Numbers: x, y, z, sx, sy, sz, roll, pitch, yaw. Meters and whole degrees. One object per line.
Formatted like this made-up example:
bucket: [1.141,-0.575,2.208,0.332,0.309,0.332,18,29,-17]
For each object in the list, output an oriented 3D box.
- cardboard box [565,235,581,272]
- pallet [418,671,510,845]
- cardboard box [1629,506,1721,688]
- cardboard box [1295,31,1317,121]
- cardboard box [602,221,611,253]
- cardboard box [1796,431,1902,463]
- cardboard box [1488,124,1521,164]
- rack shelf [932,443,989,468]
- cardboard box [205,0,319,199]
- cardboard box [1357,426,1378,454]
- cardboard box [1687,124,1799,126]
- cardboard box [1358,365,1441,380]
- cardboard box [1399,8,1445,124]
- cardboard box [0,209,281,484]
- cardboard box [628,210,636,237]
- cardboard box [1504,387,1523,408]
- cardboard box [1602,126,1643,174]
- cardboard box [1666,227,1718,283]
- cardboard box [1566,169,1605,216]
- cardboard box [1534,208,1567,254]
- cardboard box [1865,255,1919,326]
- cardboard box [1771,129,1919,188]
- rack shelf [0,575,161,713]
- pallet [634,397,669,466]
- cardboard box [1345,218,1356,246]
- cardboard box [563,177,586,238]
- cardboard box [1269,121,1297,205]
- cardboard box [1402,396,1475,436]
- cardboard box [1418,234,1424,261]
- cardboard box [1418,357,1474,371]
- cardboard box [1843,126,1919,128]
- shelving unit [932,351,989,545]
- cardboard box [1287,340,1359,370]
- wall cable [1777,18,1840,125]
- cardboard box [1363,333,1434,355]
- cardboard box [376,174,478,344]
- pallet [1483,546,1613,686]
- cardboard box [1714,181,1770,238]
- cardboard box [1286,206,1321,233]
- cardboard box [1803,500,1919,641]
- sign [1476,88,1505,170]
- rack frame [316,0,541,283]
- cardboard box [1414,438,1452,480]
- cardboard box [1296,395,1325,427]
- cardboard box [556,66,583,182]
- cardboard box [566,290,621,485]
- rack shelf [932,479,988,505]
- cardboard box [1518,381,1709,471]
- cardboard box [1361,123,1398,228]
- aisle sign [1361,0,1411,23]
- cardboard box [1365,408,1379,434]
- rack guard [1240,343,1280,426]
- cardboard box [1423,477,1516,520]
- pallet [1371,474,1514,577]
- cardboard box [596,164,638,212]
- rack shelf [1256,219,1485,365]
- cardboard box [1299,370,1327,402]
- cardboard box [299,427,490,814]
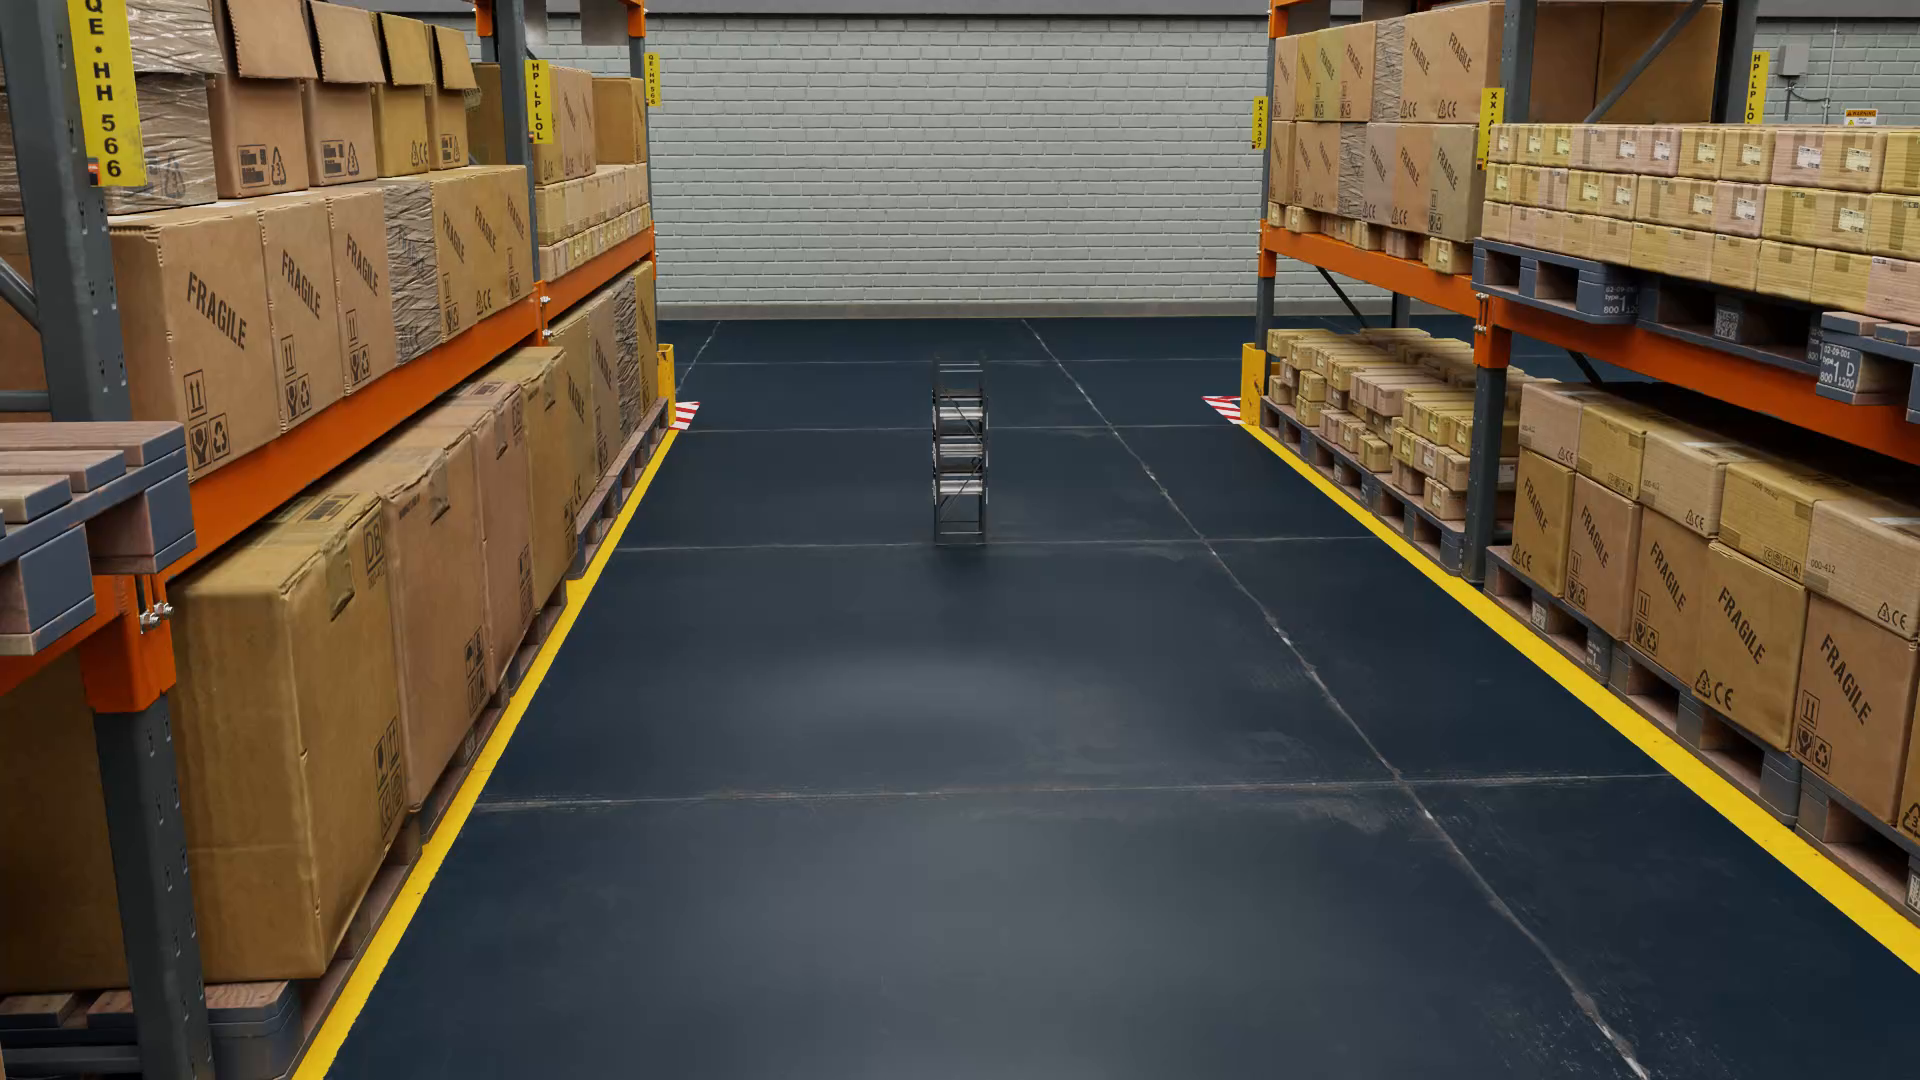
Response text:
cardboard box: [-1.955,-1.314,7.617,0.380,0.149,0.250,0,14,-2]
pallet: [-2.034,0.619,5.196,1.003,0.211,1.213,-1,14,-3]
cardboard box: [2.583,0.179,5.484,0.500,0.500,0.500,-1,14,-2]
cardboard box: [2.274,-2.708,9.727,0.500,0.500,0.500,0,14,-2]
cardboard box: [-2.020,-1.571,8.616,0.380,0.149,0.250,-1,14,-5]
cardboard box: [3.085,-0.193,5.425,0.500,0.250,0.500,-2,15,-6]
cardboard box: [2.287,-1.542,6.468,0.380,0.149,0.250,0,14,-1]
rack shelf: [0.000,-0.406,7.930,0.258,0.077,0.200,-1,14,-3]
cardboard box: [-2.054,-1.110,4.106,0.797,0.503,0.637,-1,14,-2]
cardboard box: [2.344,-0.516,8.890,0.380,0.149,0.250,-1,14,-2]
cardboard box: [2.959,-1.484,6.241,0.380,0.149,0.250,-1,14,-5]
cardboard box: [2.379,-0.860,9.032,0.380,0.149,0.250,-1,14,-3]
cardboard box: [2.385,-2.195,7.735,0.500,0.500,0.500,-1,14,-5]
cardboard box: [-1.746,-0.405,3.379,0.500,0.500,0.500,0,14,-2]
cardboard box: [-2.086,-1.826,9.609,0.380,0.149,0.250,-1,14,-2]
cardboard box: [2.845,-0.673,8.308,0.380,0.149,0.250,-1,14,-5]
cardboard box: [2.353,-1.283,5.462,0.380,0.149,0.250,-1,14,-4]
cardboard box: [2.385,-0.867,5.037,0.380,0.149,0.250,-2,15,-6]
cardboard box: [2.338,-1.205,5.754,0.380,0.149,0.250,-2,15,-6]
cardboard box: [2.321,-1.123,6.033,0.380,0.149,0.250,-1,14,-3]
cardboard box: [2.450,-0.606,4.022,0.380,0.149,0.250,-1,14,-2]
cardboard box: [2.422,-1.021,4.444,0.380,0.149,0.250,-1,14,-3]
rack shelf: [-1.864,0.615,1.062,1.077,0.370,4.000,-1,14,-3]
pallet: [-2.356,-0.673,10.217,1.003,0.211,1.213,-1,14,-3]
cardboard box: [2.314,-1.678,9.032,0.380,0.149,0.250,0,14,-1]
cardboard box: [-2.029,-1.542,7.704,0.500,0.250,0.500,-1,14,-4]
cardboard box: [2.226,-2.349,10.338,0.500,0.500,0.500,0,14,-1]
cardboard box: [2.362,-0.598,8.014,0.380,0.149,0.250,-1,14,-4]
cardboard box: [2.441,-1.418,8.023,0.380,0.149,0.250,-1,14,-5]
cardboard box: [2.791,-0.931,9.309,0.380,0.149,0.250,-1,14,-5]
cardboard box: [3.021,-1.226,5.240,0.380,0.149,0.250,-2,15,-6]
shelving unit: [0.000,-0.438,7.922,0.258,0.900,0.210,-1,14,-3]
cardboard box: [2.192,-1.116,10.030,0.380,0.149,0.250,-1,14,-4]
wall cable: [8.450,-4.293,16.651,0.588,1.984,0.122,-1,14,-3]
cardboard box: [2.718,-1.192,10.324,0.380,0.149,0.250,-1,14,-2]
cardboard box: [-1.871,-0.909,5.340,0.500,0.500,0.500,-1,14,-4]
pallet: [2.771,0.267,6.567,1.003,0.211,1.213,-1,14,-3]
cardboard box: [2.402,-0.945,4.744,0.380,0.149,0.250,-1,14,-2]
cardboard box: [2.187,-1.935,10.030,0.380,0.149,0.250,-1,14,-5]
cardboard box: [2.623,0.070,4.404,0.500,0.250,0.500,-1,14,-3]
sign: [2.180,-1.686,6.824,0.100,0.325,0.005,-1,14,-3]
rack frame: [-2.235,-1.226,6.772,1.000,3.000,0.127,-1,14,-3]
cardboard box: [2.355,-0.385,7.784,0.380,0.149,0.250,-2,15,-6]
cardboard box: [2.213,-0.769,9.874,0.380,0.149,0.250,-1,14,-3]
cardboard box: [-2.033,-1.906,7.615,0.500,0.500,0.500,-1,14,-3]
cardboard box: [-2.252,-0.790,8.497,0.875,0.875,0.875,-1,14,-3]
rack shelf: [0.000,-0.231,7.975,0.258,0.077,0.200,-1,14,-3]
cardboard box: [2.503,-0.446,6.407,0.500,0.250,0.500,-2,15,-6]
cardboard box: [2.349,-1.839,8.356,0.500,0.500,0.500,-1,14,-4]
aisle sign: [2.768,-3.554,10.603,0.394,0.787,0.004,-1,14,-3]
cardboard box: [2.372,-0.645,8.795,0.380,0.149,0.250,-2,15,-6]
rack guard: [2.478,-1.043,11.076,1.175,0.500,0.348,-1,14,-3]
cardboard box: [2.357,-0.192,7.633,0.380,0.149,0.250,-1,14,-3]
pallet: [2.644,-0.094,7.966,1.003,0.211,1.213,-1,14,-3]
cardboard box: [-2.158,-2.050,9.677,0.500,0.250,0.500,-1,14,-4]
rack shelf: [2.597,-1.426,8.995,1.077,0.370,4.000,-1,14,-3]
cardboard box: [2.221,-0.911,9.828,0.380,0.149,0.250,0,14,-2]
cardboard box: [-2.057,0.201,4.648,1.225,0.875,0.875,-1,14,-3]
